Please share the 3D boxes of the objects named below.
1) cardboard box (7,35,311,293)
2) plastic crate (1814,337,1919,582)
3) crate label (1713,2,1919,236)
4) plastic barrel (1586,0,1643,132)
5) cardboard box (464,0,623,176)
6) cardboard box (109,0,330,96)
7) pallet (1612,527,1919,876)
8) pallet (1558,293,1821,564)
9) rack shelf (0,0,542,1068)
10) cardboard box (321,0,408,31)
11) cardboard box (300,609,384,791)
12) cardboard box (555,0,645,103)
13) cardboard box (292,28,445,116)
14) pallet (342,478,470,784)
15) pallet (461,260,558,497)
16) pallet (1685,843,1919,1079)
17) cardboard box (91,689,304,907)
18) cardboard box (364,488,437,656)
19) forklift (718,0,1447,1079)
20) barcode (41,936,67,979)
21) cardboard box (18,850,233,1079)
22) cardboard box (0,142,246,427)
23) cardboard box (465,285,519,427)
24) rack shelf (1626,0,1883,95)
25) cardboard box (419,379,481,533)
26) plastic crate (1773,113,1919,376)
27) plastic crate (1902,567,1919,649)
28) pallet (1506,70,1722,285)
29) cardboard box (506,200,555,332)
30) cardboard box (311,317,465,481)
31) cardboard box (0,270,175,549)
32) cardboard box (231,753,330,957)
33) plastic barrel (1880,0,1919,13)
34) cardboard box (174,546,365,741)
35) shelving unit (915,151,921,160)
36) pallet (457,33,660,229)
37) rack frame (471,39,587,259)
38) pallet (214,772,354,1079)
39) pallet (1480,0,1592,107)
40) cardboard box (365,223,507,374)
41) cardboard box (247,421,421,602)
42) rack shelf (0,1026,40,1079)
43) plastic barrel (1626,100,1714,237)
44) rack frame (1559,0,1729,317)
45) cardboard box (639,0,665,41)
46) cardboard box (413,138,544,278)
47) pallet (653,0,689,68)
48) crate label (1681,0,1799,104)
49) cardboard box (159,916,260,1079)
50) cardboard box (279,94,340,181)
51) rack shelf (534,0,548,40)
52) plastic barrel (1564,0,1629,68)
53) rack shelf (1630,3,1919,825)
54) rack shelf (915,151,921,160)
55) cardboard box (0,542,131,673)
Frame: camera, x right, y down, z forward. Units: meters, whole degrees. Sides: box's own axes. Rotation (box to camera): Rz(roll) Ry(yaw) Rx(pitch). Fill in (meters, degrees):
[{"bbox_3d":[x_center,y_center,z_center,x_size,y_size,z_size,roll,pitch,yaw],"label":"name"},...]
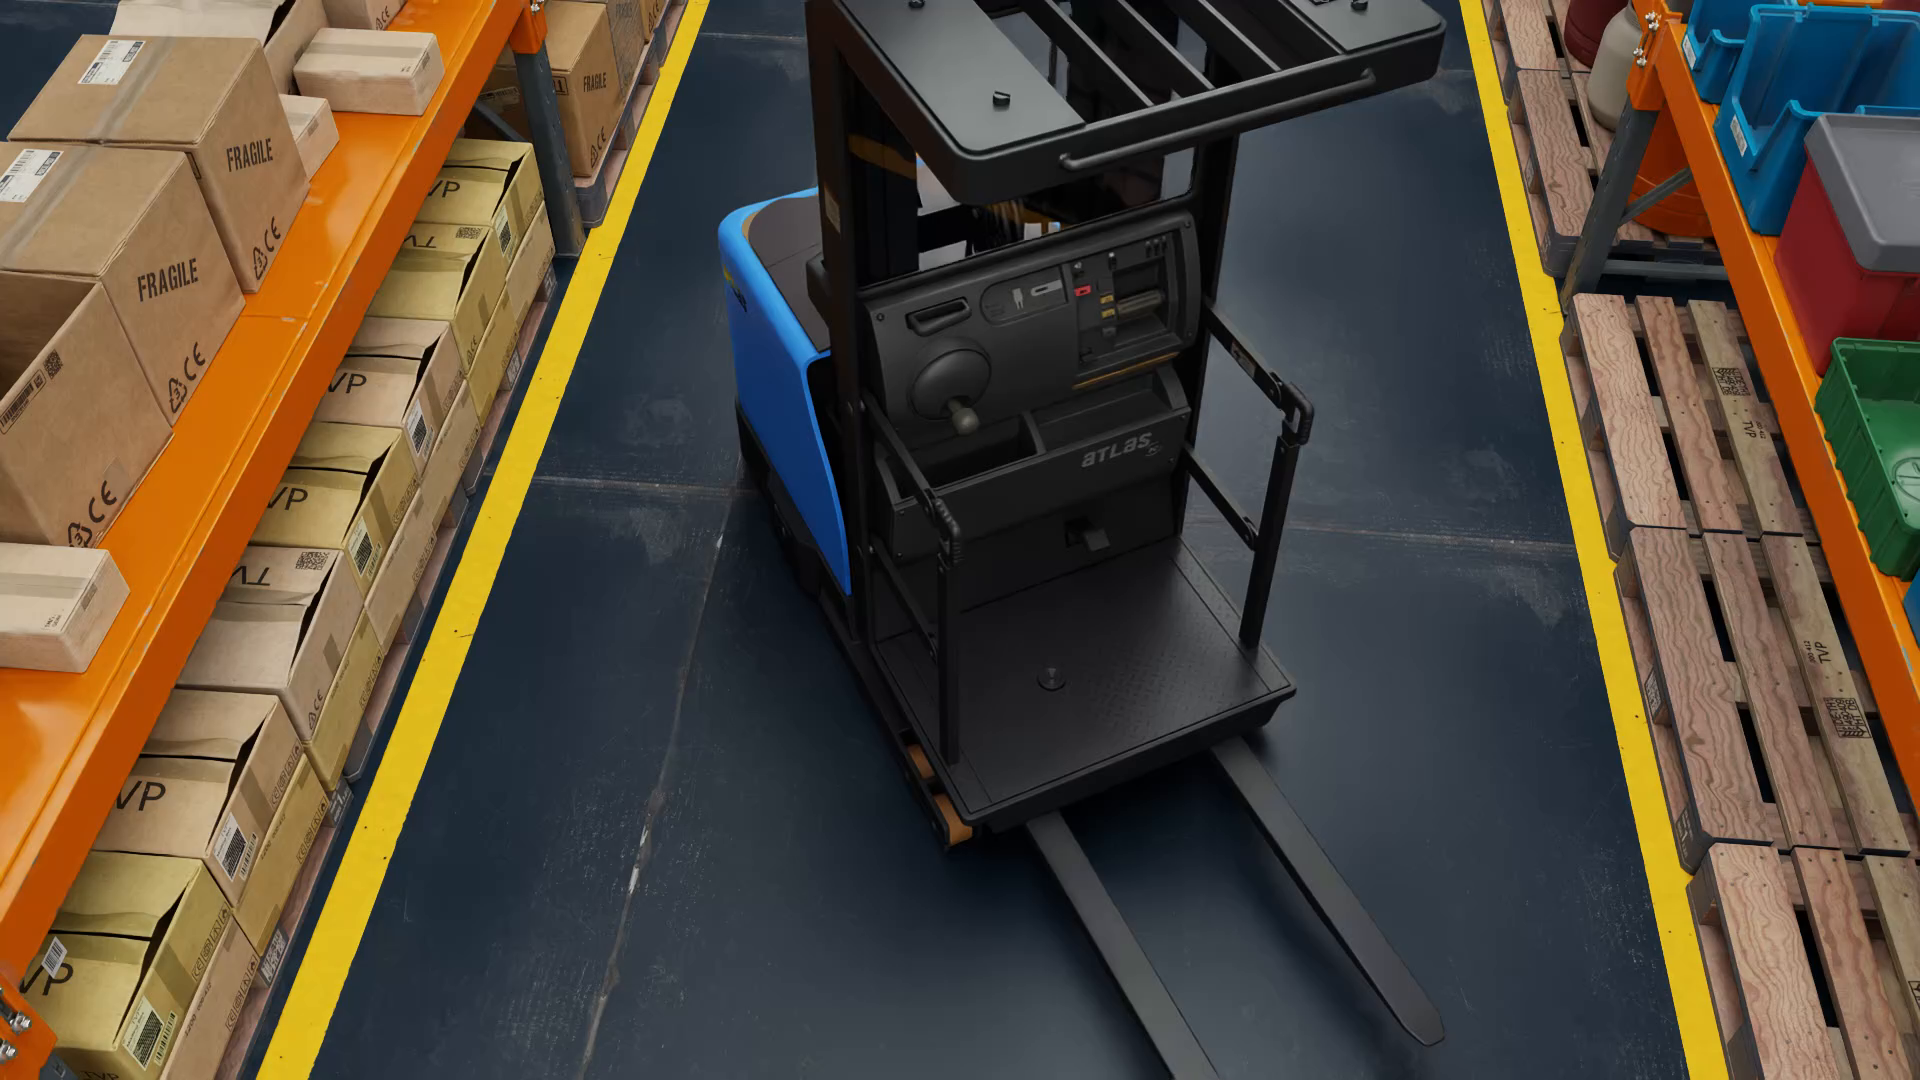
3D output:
[{"bbox_3d":[-2.186,-1.040,4.600,0.500,0.500,0.500,2,48,1],"label":"cardboard box"},{"bbox_3d":[2.396,-0.192,4.036,0.450,0.188,0.662,4,48,4],"label":"plastic crate"},{"bbox_3d":[2.523,-1.204,4.795,0.502,0.435,0.616,4,48,4],"label":"crate label"},{"bbox_3d":[2.873,-1.988,6.937,0.421,0.512,0.421,0,48,0],"label":"plastic barrel"},{"bbox_3d":[-1.724,-1.860,6.814,0.500,0.500,0.500,6,48,5],"label":"cardboard box"},{"bbox_3d":[-2.324,-1.566,5.210,0.500,0.311,0.500,3,48,3],"label":"cardboard box"},{"bbox_3d":[2.660,0.498,5.152,1.003,0.211,1.213,4,48,4],"label":"pallet"},{"bbox_3d":[2.773,-0.396,5.969,1.003,0.211,1.213,4,48,4],"label":"pallet"},{"bbox_3d":[-2.232,-0.527,4.687,1.077,0.370,4.000,4,48,4],"label":"rack shelf"},{"bbox_3d":[-2.126,-1.945,5.557,0.500,0.311,0.500,7,48,6],"label":"cardboard box"},{"bbox_3d":[-2.038,0.450,4.885,0.500,0.250,0.500,3,48,2],"label":"cardboard box"},{"bbox_3d":[-1.682,-2.245,7.166,0.500,0.500,0.500,2,48,2],"label":"cardboard box"},{"bbox_3d":[-1.857,-1.476,5.237,0.380,0.149,0.250,4,48,4],"label":"cardboard box"},{"bbox_3d":[-2.277,0.198,5.426,1.003,0.211,1.213,4,48,4],"label":"pallet"},{"bbox_3d":[-2.164,-0.696,6.244,1.003,0.211,1.213,4,48,4],"label":"pallet"},{"bbox_3d":[2.551,1.397,4.329,1.003,0.211,1.213,4,48,4],"label":"pallet"},{"bbox_3d":[-2.078,0.642,4.329,0.500,0.311,0.500,3,48,3],"label":"cardboard box"},{"bbox_3d":[-1.991,0.076,5.227,0.500,0.250,0.500,5,48,4],"label":"cardboard box"},{"bbox_3d":[0.303,-0.463,4.188,1.130,2.935,3.031,-19,50,-17],"label":"forklift"},{"bbox_3d":[-1.976,0.911,3.629,0.001,0.075,0.075,4,48,4],"label":"barcode"},{"bbox_3d":[-2.129,1.009,3.993,0.500,0.311,0.500,4,48,4],"label":"cardboard box"},{"bbox_3d":[-2.234,-0.653,4.246,0.500,0.500,0.500,4,48,4],"label":"cardboard box"},{"bbox_3d":[-1.898,-0.672,5.910,0.500,0.250,0.500,3,48,3],"label":"cardboard box"},{"bbox_3d":[3.065,-3.131,7.068,1.077,0.370,4.000,4,48,4],"label":"rack shelf"},{"bbox_3d":[-1.947,-0.302,5.572,0.500,0.250,0.500,5,48,4],"label":"cardboard box"},{"bbox_3d":[2.431,-0.759,4.368,0.402,0.464,0.583,4,48,4],"label":"plastic crate"},{"bbox_3d":[2.309,0.209,3.537,0.392,0.384,0.575,4,48,4],"label":"plastic crate"},{"bbox_3d":[2.913,-1.545,7.020,1.003,0.211,1.213,4,48,4],"label":"pallet"},{"bbox_3d":[-1.855,-1.051,6.257,0.500,0.250,0.500,5,48,4],"label":"cardboard box"},{"bbox_3d":[-1.942,-0.488,5.363,0.500,0.311,0.500,4,48,3],"label":"cardboard box"},{"bbox_3d":[-2.280,-0.285,3.910,0.500,0.500,0.500,7,48,6],"label":"cardboard box"},{"bbox_3d":[-2.083,0.830,4.536,0.500,0.250,0.500,5,48,5],"label":"cardboard box"},{"bbox_3d":[3.142,-1.589,5.078,0.600,0.536,0.708,4,48,4],"label":"plastic barrel"},{"bbox_3d":[-2.032,0.262,4.677,0.500,0.311,0.500,2,48,2],"label":"cardboard box"},{"bbox_3d":[-0.119,-1.019,5.970,0.252,1.050,0.215,-19,50,-17],"label":"shelving unit"},{"bbox_3d":[-1.944,-1.845,7.294,1.003,0.211,1.213,4,48,4],"label":"pallet"},{"bbox_3d":[-2.050,-2.240,5.766,1.000,3.000,0.127,4,48,4],"label":"rack frame"},{"bbox_3d":[-2.386,1.096,4.604,1.003,0.211,1.213,4,48,4],"label":"pallet"},{"bbox_3d":[3.027,-2.439,7.838,1.003,0.211,1.213,4,48,4],"label":"pallet"},{"bbox_3d":[-1.893,-0.859,5.702,0.500,0.311,0.500,3,48,3],"label":"cardboard box"},{"bbox_3d":[-1.990,-0.120,5.026,0.500,0.311,0.500,5,48,5],"label":"cardboard box"},{"bbox_3d":[-2.597,2.412,1.999,1.077,0.370,4.000,4,48,4],"label":"rack shelf"},{"bbox_3d":[2.910,-1.674,6.434,0.600,0.830,0.708,4,48,4],"label":"plastic barrel"},{"bbox_3d":[2.883,-1.904,5.459,1.000,3.000,0.127,4,48,4],"label":"rack frame"},{"bbox_3d":[-1.631,-2.613,7.503,0.500,0.500,0.500,3,48,3],"label":"cardboard box"},{"bbox_3d":[-1.852,-1.241,6.051,0.500,0.311,0.500,5,48,5],"label":"cardboard box"},{"bbox_3d":[-1.830,-2.739,8.112,1.003,0.211,1.213,4,48,4],"label":"pallet"},{"bbox_3d":[2.471,-1.563,5.260,0.303,0.233,0.416,4,48,4],"label":"crate label"},{"bbox_3d":[-2.131,1.206,4.193,0.500,0.250,0.500,3,48,3],"label":"cardboard box"},{"bbox_3d":[-2.110,-1.214,4.998,0.380,0.149,0.250,7,48,6],"label":"cardboard box"},{"bbox_3d":[-1.867,-3.467,7.376,1.077,0.370,4.000,4,48,4],"label":"rack shelf"},{"bbox_3d":[3.013,-2.422,7.282,0.600,0.588,0.708,4,48,4],"label":"plastic barrel"},{"bbox_3d":[2.700,-0.192,4.380,1.077,0.370,4.000,4,48,4],"label":"rack shelf"},{"bbox_3d":[-0.120,-1.204,5.769,0.240,0.259,0.215,-19,50,-17],"label":"rack shelf"},{"bbox_3d":[-2.130,0.147,3.753,0.380,0.149,0.250,4,48,4],"label":"cardboard box"}]
